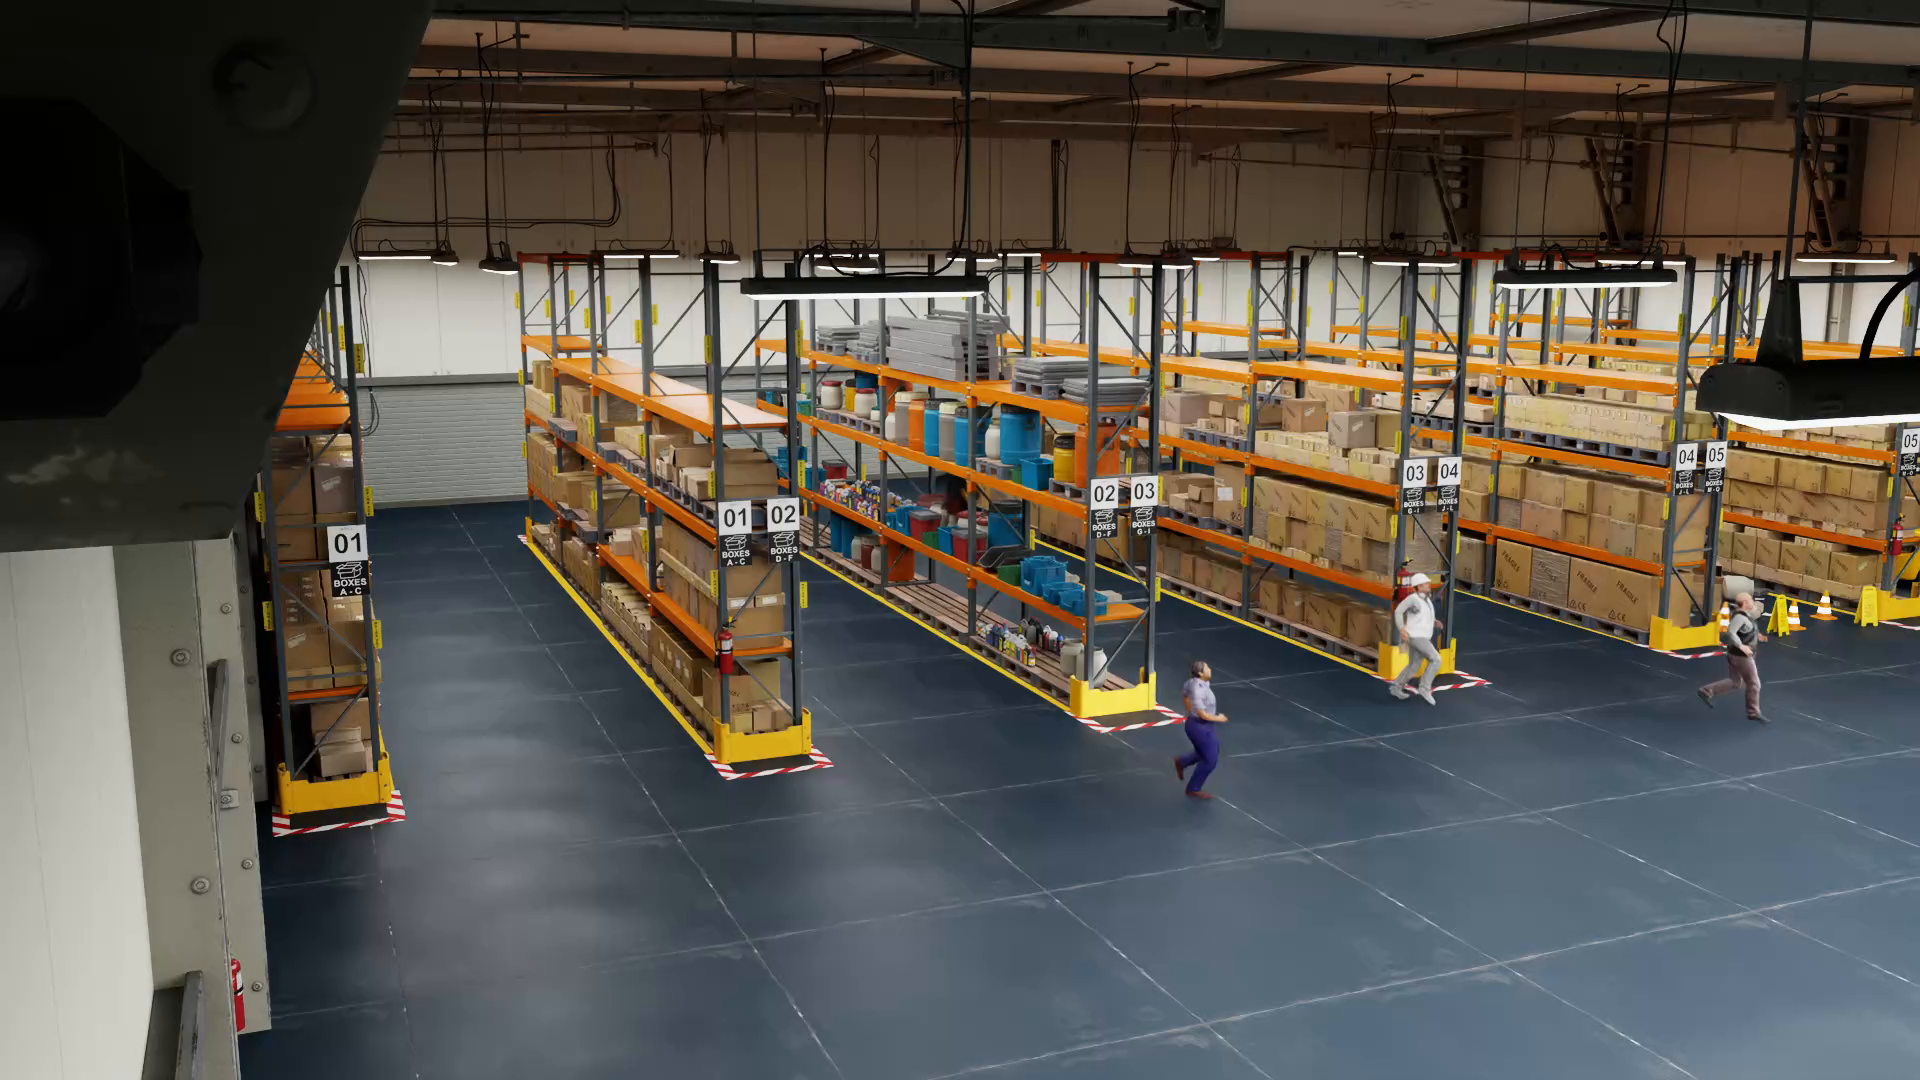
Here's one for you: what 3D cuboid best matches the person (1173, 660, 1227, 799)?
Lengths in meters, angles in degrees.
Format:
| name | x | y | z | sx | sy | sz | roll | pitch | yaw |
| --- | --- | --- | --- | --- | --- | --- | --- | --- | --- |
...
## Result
| name | x | y | z | sx | sy | sz | roll | pitch | yaw |
| --- | --- | --- | --- | --- | --- | --- | --- | --- | --- |
| person | 2.745 | 2.144 | 18.951 | 0.574 | 1.599 | 0.629 | 0 | 10 | -1 |

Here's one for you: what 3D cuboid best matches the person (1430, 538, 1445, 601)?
| name | x | y | z | sx | sy | sz | roll | pitch | yaw |
| --- | --- | --- | --- | --- | --- | --- | --- | --- | --- |
| person | 8.262 | 0.202 | 29.383 | 0.588 | 1.624 | 0.851 | -5 | 12 | -27 |

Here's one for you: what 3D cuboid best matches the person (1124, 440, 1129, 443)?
| name | x | y | z | sx | sy | sz | roll | pitch | yaw |
| --- | --- | --- | --- | --- | --- | --- | --- | --- | --- |
| person | 3.790 | -1.570 | 39.215 | 0.588 | 1.598 | 0.666 | -3 | 11 | -17 |

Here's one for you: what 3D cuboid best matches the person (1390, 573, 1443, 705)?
| name | x | y | z | sx | sy | sz | roll | pitch | yaw |
| --- | --- | --- | --- | --- | --- | --- | --- | --- | --- |
| person | 6.330 | 1.331 | 22.871 | 0.701 | 1.735 | 0.641 | 6 | 12 | 29 |

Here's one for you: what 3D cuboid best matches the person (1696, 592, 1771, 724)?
| name | x | y | z | sx | sy | sz | roll | pitch | yaw |
| --- | --- | --- | --- | --- | --- | --- | --- | --- | --- |
| person | 10.253 | 1.536 | 21.907 | 0.928 | 1.727 | 0.663 | 3 | 11 | 15 |
